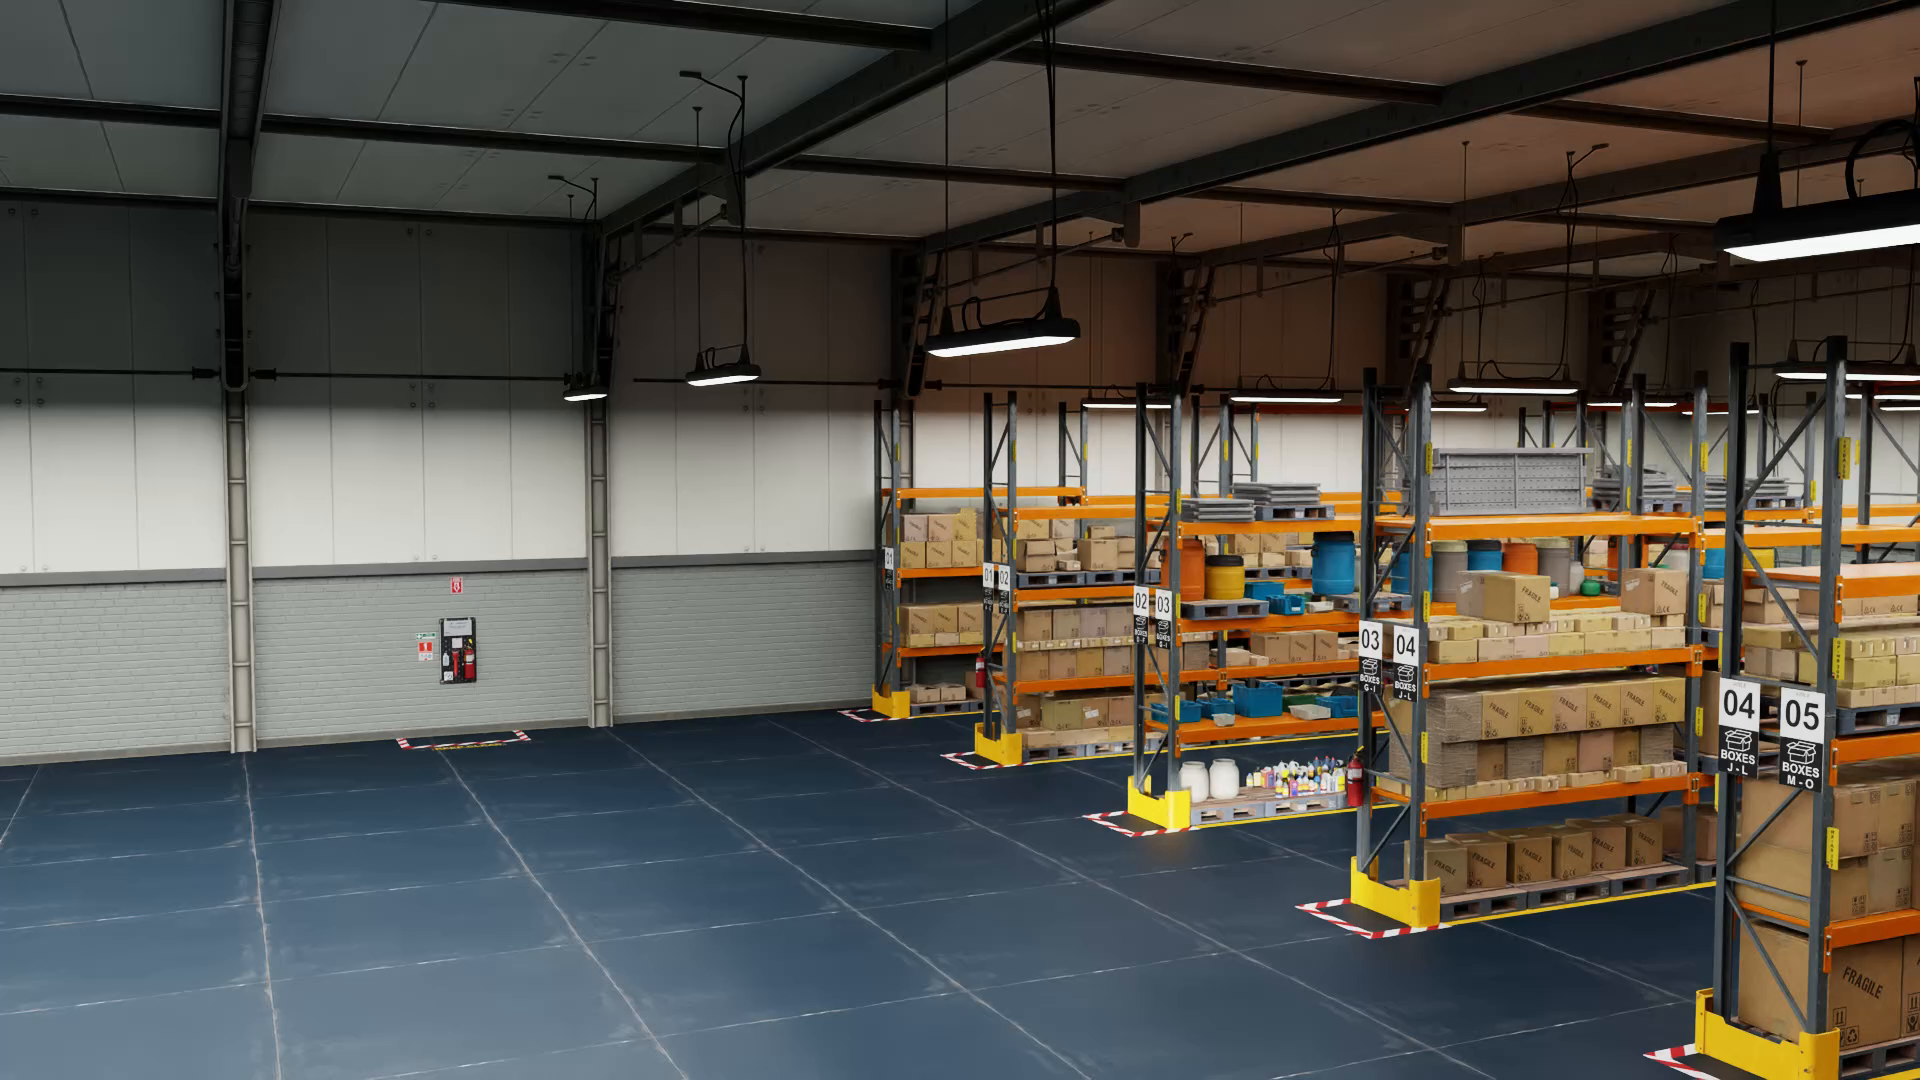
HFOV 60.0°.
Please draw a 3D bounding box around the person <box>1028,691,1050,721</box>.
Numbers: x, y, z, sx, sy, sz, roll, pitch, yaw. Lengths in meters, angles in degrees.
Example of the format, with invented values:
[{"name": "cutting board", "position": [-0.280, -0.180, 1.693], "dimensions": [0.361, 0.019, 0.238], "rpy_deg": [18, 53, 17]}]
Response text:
[{"name": "person", "position": [1.433, 2.577, 30.392], "dimensions": [0.542, 1.702, 0.389], "rpy_deg": [3, 4, 42]}]
